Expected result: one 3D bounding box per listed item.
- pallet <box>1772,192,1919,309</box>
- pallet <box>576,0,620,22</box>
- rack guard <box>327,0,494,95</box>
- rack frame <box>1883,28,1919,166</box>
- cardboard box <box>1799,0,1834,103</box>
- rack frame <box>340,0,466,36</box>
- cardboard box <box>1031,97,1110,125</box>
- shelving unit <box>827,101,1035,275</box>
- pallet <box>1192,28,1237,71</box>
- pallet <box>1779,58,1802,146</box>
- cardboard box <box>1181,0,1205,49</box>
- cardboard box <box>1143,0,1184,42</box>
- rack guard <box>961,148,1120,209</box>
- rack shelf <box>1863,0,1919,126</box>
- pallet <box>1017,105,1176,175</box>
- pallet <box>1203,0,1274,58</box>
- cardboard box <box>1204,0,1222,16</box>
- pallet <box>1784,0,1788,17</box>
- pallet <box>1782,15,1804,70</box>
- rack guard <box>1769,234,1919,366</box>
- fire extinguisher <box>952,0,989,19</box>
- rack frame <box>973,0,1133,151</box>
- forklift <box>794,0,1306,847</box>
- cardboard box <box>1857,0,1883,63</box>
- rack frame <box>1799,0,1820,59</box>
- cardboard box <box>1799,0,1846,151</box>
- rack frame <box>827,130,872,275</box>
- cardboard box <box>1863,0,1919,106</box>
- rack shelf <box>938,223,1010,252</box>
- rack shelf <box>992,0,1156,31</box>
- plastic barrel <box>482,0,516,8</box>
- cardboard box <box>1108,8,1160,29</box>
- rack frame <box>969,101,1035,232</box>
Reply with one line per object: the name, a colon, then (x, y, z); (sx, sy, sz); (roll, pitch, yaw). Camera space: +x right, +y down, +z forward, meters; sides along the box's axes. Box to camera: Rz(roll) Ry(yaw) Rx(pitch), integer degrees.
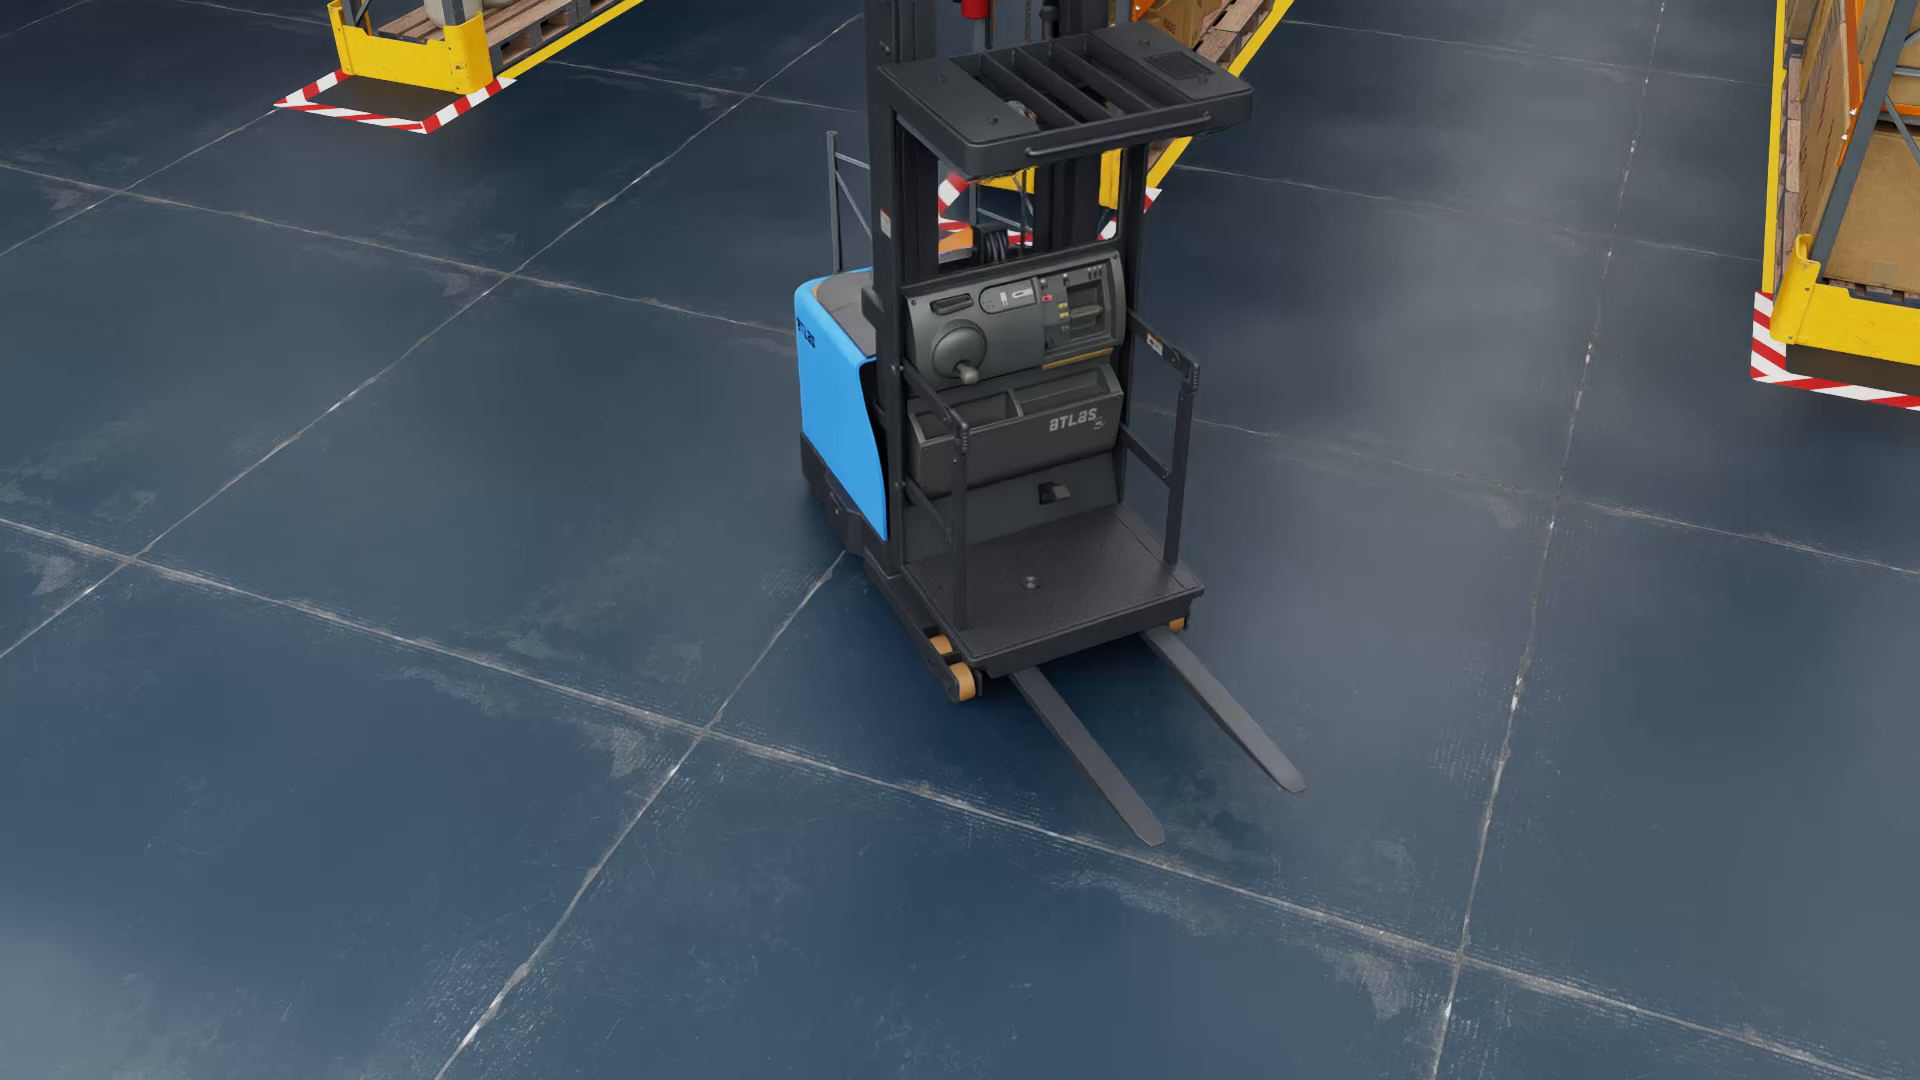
pallet: (5.343, -1.630, 9.754); (1.003, 0.211, 1.213); (14, 39, 18)
pallet: (-3.253, -4.658, 13.805); (1.003, 0.211, 1.213); (14, 39, 18)
rack guard: (-4.033, -3.652, 12.218); (1.175, 0.500, 0.348); (14, 39, 18)
rack frame: (5.108, -2.287, 8.304); (0.949, 2.616, 0.053); (14, 39, 18)
cardboard box: (6.329, -3.486, 11.332); (0.875, 0.875, 0.875); (14, 39, 18)
rack frame: (-4.018, -4.600, 11.399); (1.000, 3.000, 0.127); (14, 39, 18)
cardboard box: (0.816, -2.981, 10.970); (0.500, 0.500, 0.500); (21, 42, 26)
shelving unit: (-0.086, -1.452, 8.440); (0.587, 1.500, 1.083); (28, 45, 32)
pallet: (1.399, -3.512, 12.272); (1.003, 0.211, 1.213); (14, 39, 18)
pallet: (6.271, -2.981, 11.562); (1.003, 0.211, 1.213); (14, 39, 18)
cardboard box: (1.521, -3.961, 12.281); (0.500, 0.500, 0.500); (11, 38, 14)
cardboard box: (1.267, -3.662, 11.881); (0.500, 0.500, 0.500); (18, 40, 22)
rack guard: (0.591, -2.513, 10.694); (1.175, 0.500, 0.348); (14, 39, 18)
rack shelf: (5.872, -3.184, 9.942); (0.919, 0.124, 3.809); (14, 39, 18)
pallet: (0.933, -2.839, 11.372); (1.003, 0.211, 1.213); (14, 39, 18)
pallet: (1.862, -4.190, 13.179); (1.003, 0.211, 1.213); (14, 39, 18)
cardboard box: (1.684, -4.323, 12.765); (0.500, 0.500, 0.500); (27, 45, 32)
pallet: (7.319, -4.506, 13.602); (1.003, 0.211, 1.213); (14, 39, 18)
pallet: (6.857, -3.828, 12.696); (1.003, 0.211, 1.213); (14, 39, 18)
rack guard: (5.102, -1.272, 9.034); (1.175, 0.500, 0.348); (14, 39, 18)
fire extinguisher: (0.093, -3.483, 9.969); (0.296, 0.674, 0.183); (14, 39, 18)
rack frame: (0.562, -3.472, 9.890); (1.000, 3.000, 0.127); (14, 39, 18)
forklift: (0.327, -0.807, 6.381); (1.130, 2.935, 3.031); (-16, 40, -20)
cardboard box: (5.399, -2.872, 8.961); (0.875, 0.550, 0.550); (14, 39, 18)
rack frame: (6.633, -4.501, 11.266); (1.000, 3.000, 0.127); (14, 39, 18)
cardboard box: (5.989, -2.986, 10.663); (0.875, 0.875, 0.875); (14, 39, 18)
rack frame: (-0.430, -1.221, 8.131); (0.500, 1.500, 0.032); (28, 45, 32)
cardboard box: (5.210, -2.562, 8.547); (0.875, 0.550, 0.550); (14, 39, 18)
rack shelf: (-0.092, -1.304, 8.542); (0.538, 0.185, 1.000); (28, 45, 32)
rack shelf: (1.323, -4.291, 11.587); (1.077, 0.370, 4.000); (14, 39, 18)
plastic barrel: (-3.647, -4.431, 12.900); (0.421, 0.512, 0.421); (0, 37, 0)
cardboard box: (1.011, -3.320, 11.423); (0.500, 0.500, 0.500); (25, 43, 29)
rack frame: (0.246, -1.675, 8.739); (0.500, 1.500, 0.032); (28, 45, 32)
